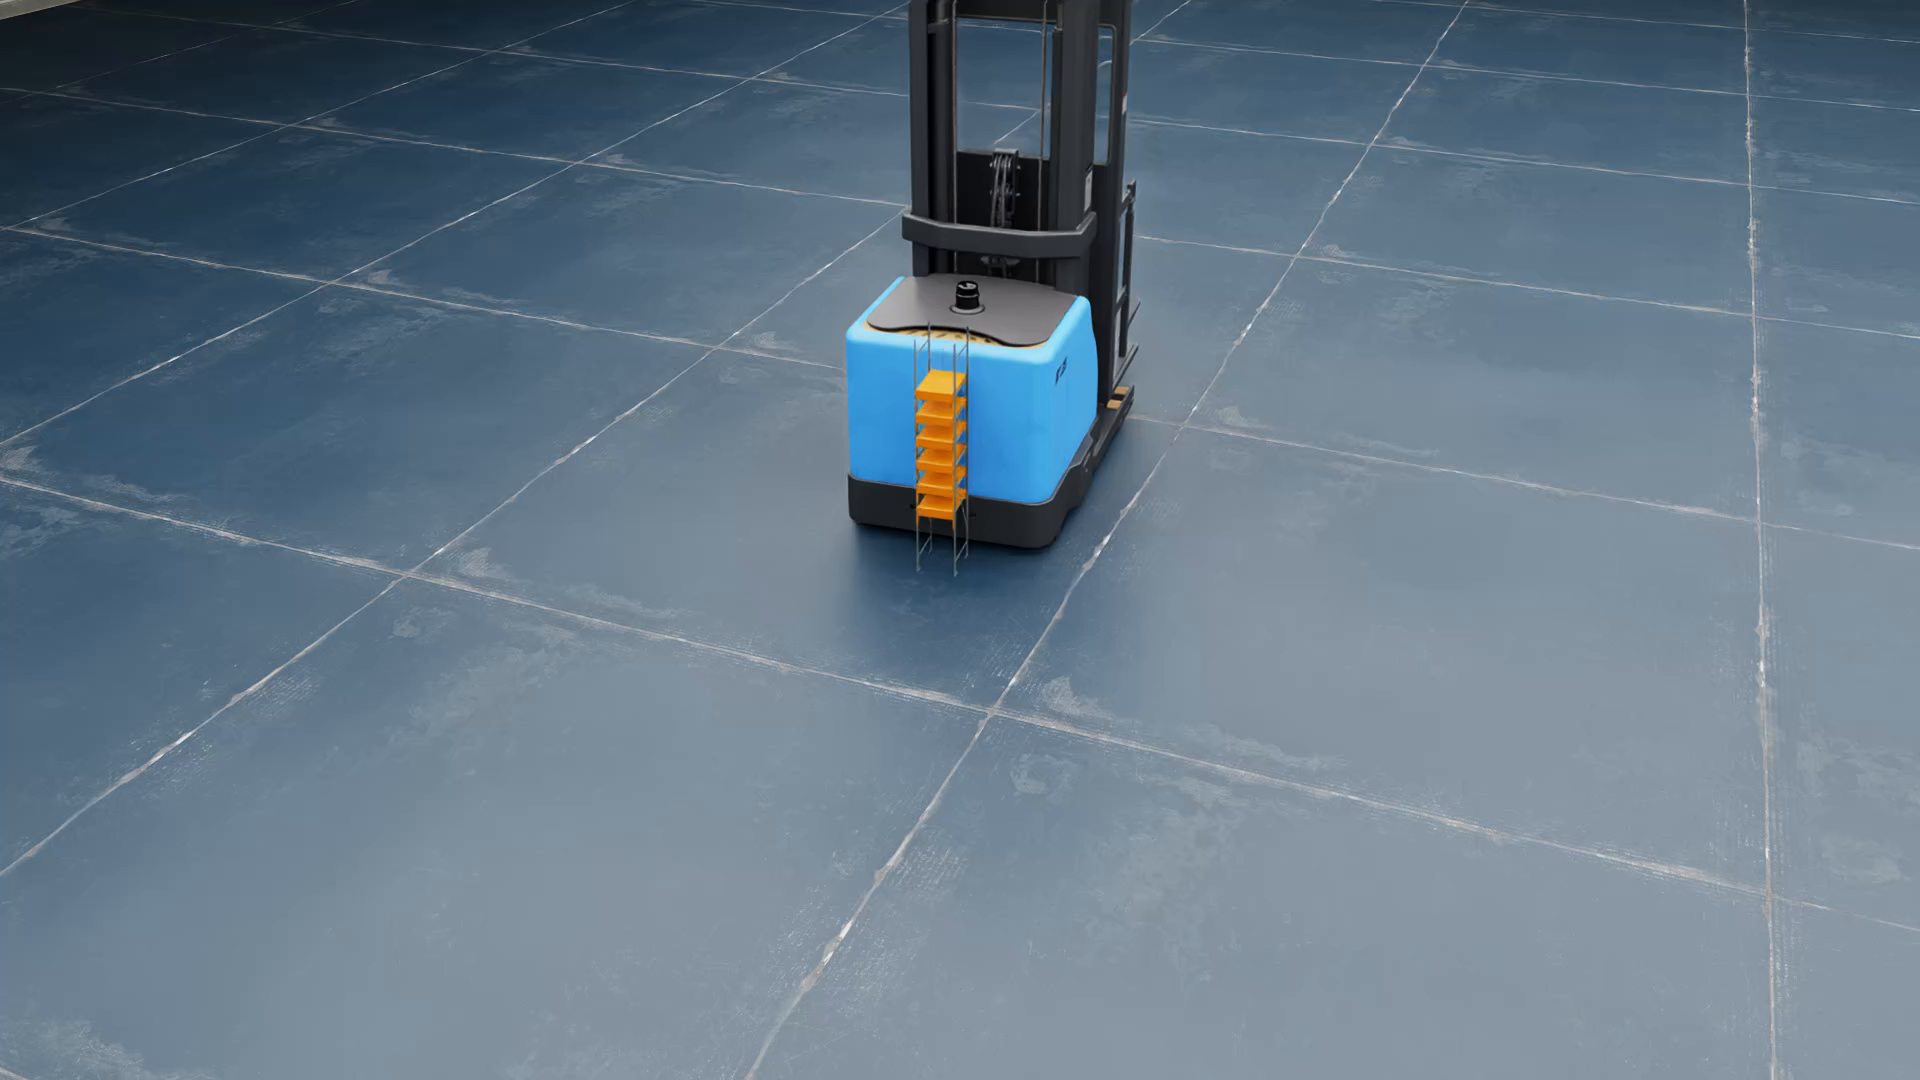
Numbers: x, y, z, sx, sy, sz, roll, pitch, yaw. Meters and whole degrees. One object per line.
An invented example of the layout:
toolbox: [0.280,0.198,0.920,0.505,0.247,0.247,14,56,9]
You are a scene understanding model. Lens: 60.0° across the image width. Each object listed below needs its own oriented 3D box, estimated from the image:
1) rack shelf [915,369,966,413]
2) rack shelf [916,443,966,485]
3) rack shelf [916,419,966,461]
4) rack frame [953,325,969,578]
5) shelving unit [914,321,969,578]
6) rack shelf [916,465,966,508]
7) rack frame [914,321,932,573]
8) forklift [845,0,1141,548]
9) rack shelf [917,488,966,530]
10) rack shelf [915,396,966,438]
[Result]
rack shelf: [-0.083,-0.683,7.598,0.180,0.103,0.258,8,30,14]
rack shelf: [-0.083,-0.370,7.775,0.180,0.103,0.258,8,30,14]
rack shelf: [-0.083,-0.474,7.716,0.180,0.103,0.258,8,30,14]
rack frame: [0.005,-0.396,7.732,0.006,1.200,0.240,8,30,14]
shelving unit: [-0.083,-0.408,7.753,0.189,1.200,0.258,8,30,14]
rack shelf: [-0.083,-0.265,7.834,0.180,0.103,0.258,8,30,14]
rack frame: [-0.171,-0.421,7.775,0.006,1.200,0.240,8,30,14]
forklift: [0.365,-1.948,8.718,1.130,2.935,3.031,9,31,15]
rack shelf: [-0.083,-0.161,7.893,0.180,0.103,0.258,8,30,14]
rack shelf: [-0.083,-0.579,7.657,0.180,0.103,0.258,8,30,14]
